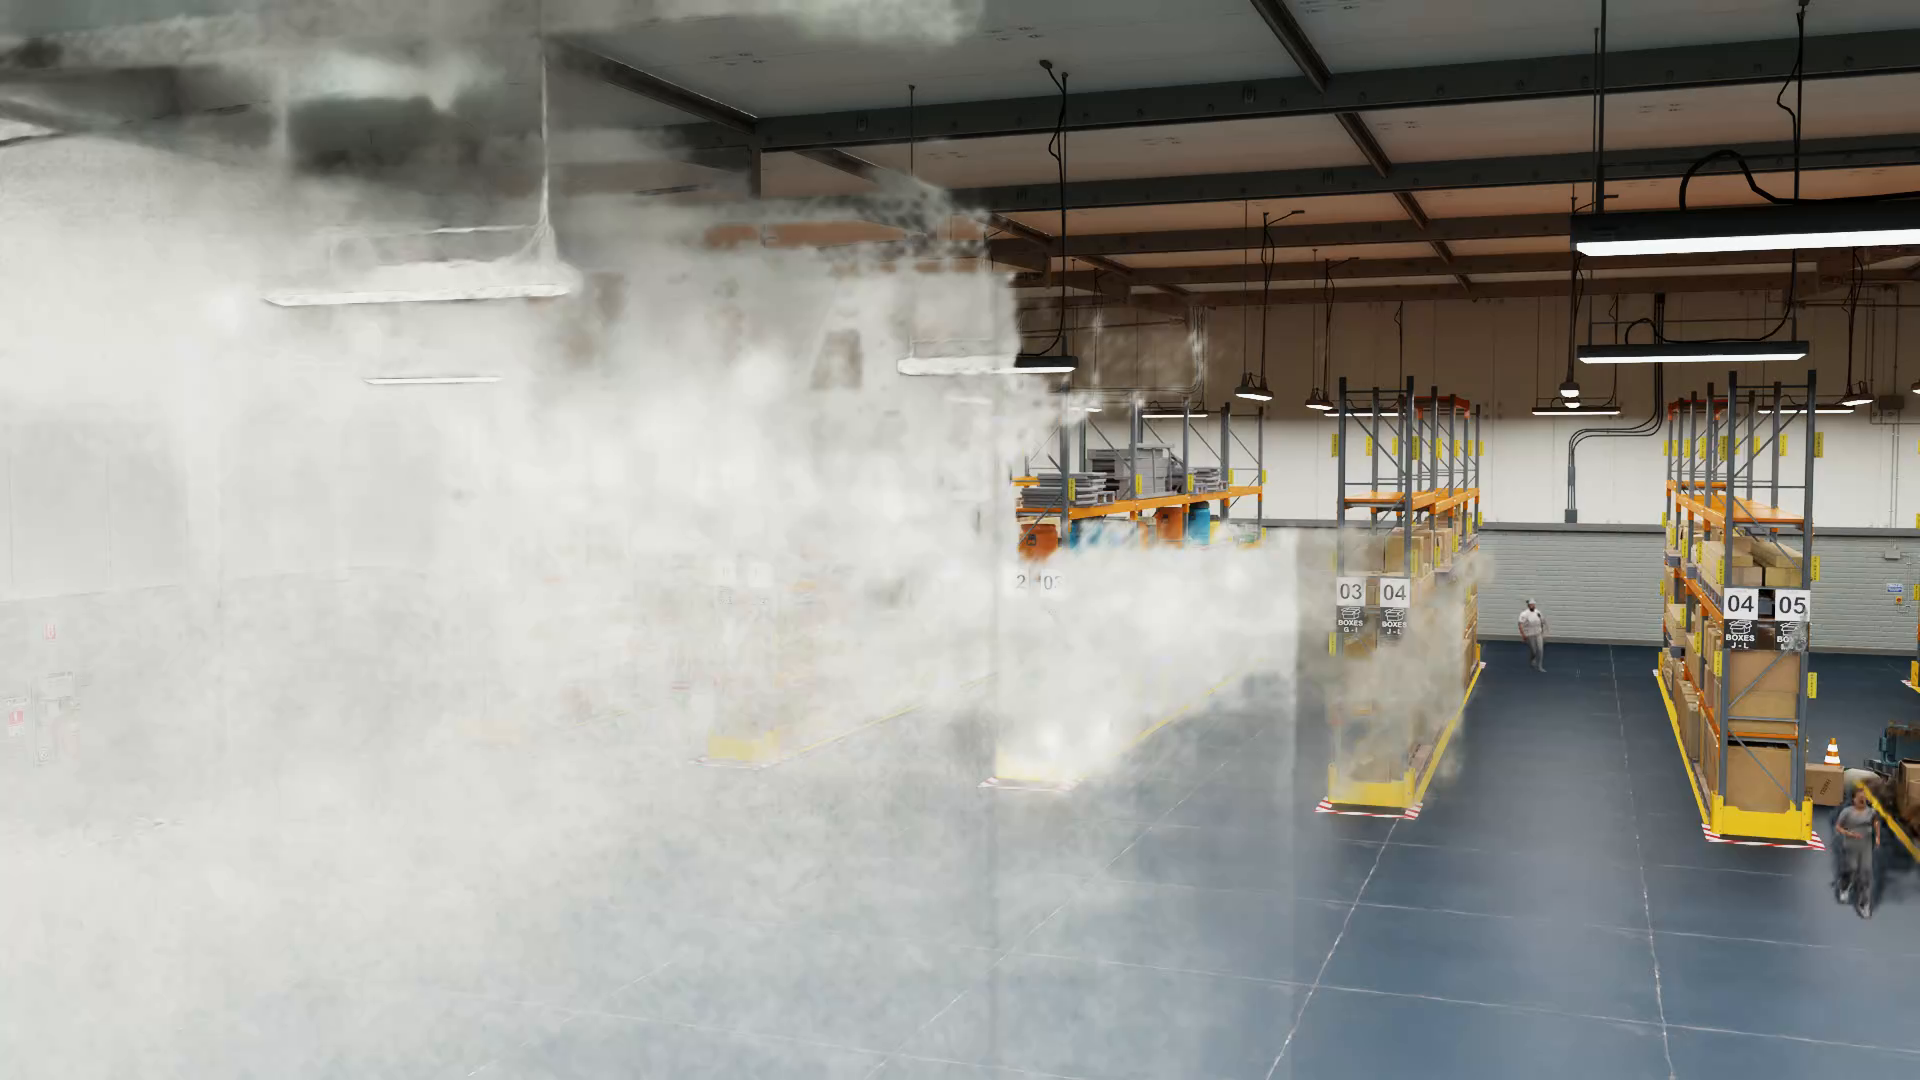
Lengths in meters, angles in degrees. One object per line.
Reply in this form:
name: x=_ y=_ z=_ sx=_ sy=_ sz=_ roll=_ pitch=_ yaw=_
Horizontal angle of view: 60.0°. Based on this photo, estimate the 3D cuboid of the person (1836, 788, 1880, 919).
person: x=-3.414 y=2.366 z=32.638 sx=0.582 sy=1.697 sz=0.853 roll=1 pitch=3 yaw=13
